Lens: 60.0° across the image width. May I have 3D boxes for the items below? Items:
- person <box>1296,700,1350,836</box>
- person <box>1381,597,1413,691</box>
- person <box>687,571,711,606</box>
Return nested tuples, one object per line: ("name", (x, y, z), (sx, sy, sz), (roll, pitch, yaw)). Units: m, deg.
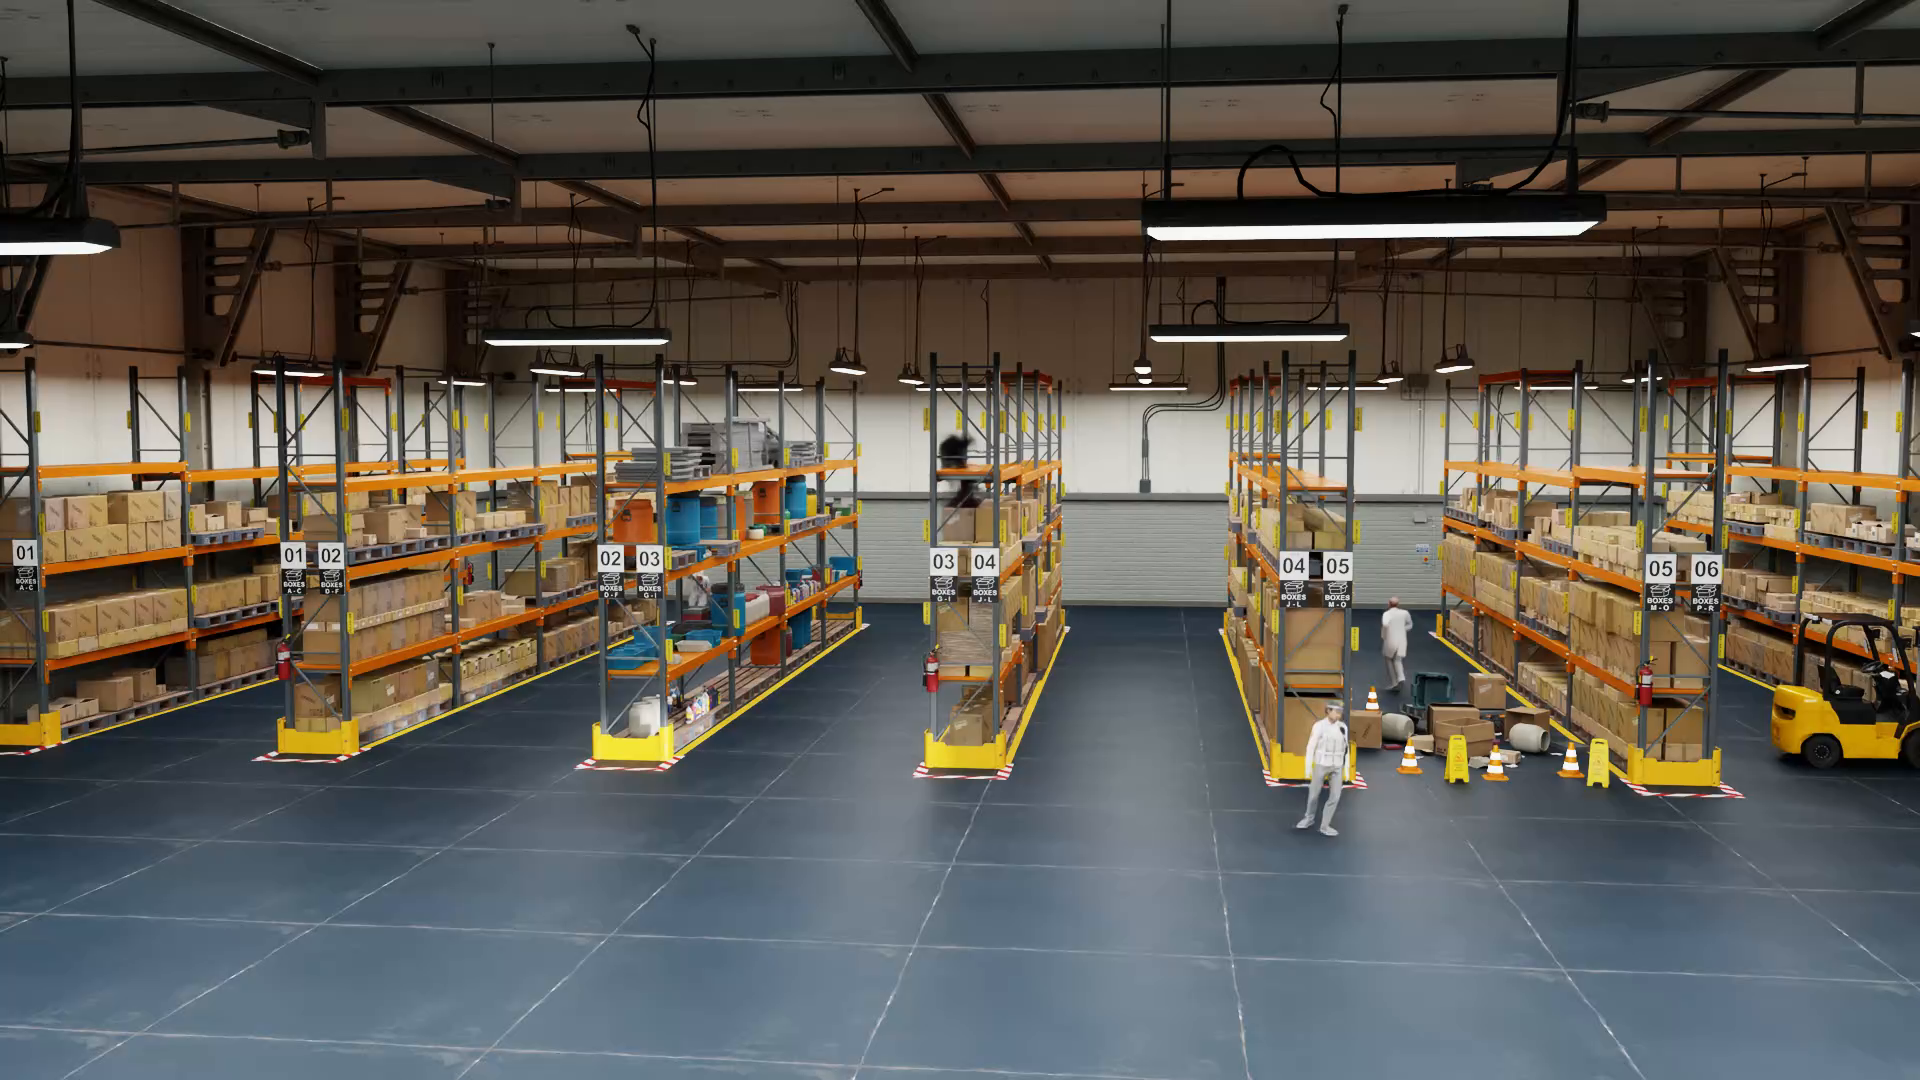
("person", (4.420, 2.751, 20.204), (0.597, 1.652, 0.482), (-1, 4, -11))
("person", (8.141, 1.952, 30.872), (0.679, 1.764, 0.884), (0, 4, -5))
("person", (-6.422, 1.387, 40.850), (0.689, 1.432, 1.011), (0, 4, 3))
